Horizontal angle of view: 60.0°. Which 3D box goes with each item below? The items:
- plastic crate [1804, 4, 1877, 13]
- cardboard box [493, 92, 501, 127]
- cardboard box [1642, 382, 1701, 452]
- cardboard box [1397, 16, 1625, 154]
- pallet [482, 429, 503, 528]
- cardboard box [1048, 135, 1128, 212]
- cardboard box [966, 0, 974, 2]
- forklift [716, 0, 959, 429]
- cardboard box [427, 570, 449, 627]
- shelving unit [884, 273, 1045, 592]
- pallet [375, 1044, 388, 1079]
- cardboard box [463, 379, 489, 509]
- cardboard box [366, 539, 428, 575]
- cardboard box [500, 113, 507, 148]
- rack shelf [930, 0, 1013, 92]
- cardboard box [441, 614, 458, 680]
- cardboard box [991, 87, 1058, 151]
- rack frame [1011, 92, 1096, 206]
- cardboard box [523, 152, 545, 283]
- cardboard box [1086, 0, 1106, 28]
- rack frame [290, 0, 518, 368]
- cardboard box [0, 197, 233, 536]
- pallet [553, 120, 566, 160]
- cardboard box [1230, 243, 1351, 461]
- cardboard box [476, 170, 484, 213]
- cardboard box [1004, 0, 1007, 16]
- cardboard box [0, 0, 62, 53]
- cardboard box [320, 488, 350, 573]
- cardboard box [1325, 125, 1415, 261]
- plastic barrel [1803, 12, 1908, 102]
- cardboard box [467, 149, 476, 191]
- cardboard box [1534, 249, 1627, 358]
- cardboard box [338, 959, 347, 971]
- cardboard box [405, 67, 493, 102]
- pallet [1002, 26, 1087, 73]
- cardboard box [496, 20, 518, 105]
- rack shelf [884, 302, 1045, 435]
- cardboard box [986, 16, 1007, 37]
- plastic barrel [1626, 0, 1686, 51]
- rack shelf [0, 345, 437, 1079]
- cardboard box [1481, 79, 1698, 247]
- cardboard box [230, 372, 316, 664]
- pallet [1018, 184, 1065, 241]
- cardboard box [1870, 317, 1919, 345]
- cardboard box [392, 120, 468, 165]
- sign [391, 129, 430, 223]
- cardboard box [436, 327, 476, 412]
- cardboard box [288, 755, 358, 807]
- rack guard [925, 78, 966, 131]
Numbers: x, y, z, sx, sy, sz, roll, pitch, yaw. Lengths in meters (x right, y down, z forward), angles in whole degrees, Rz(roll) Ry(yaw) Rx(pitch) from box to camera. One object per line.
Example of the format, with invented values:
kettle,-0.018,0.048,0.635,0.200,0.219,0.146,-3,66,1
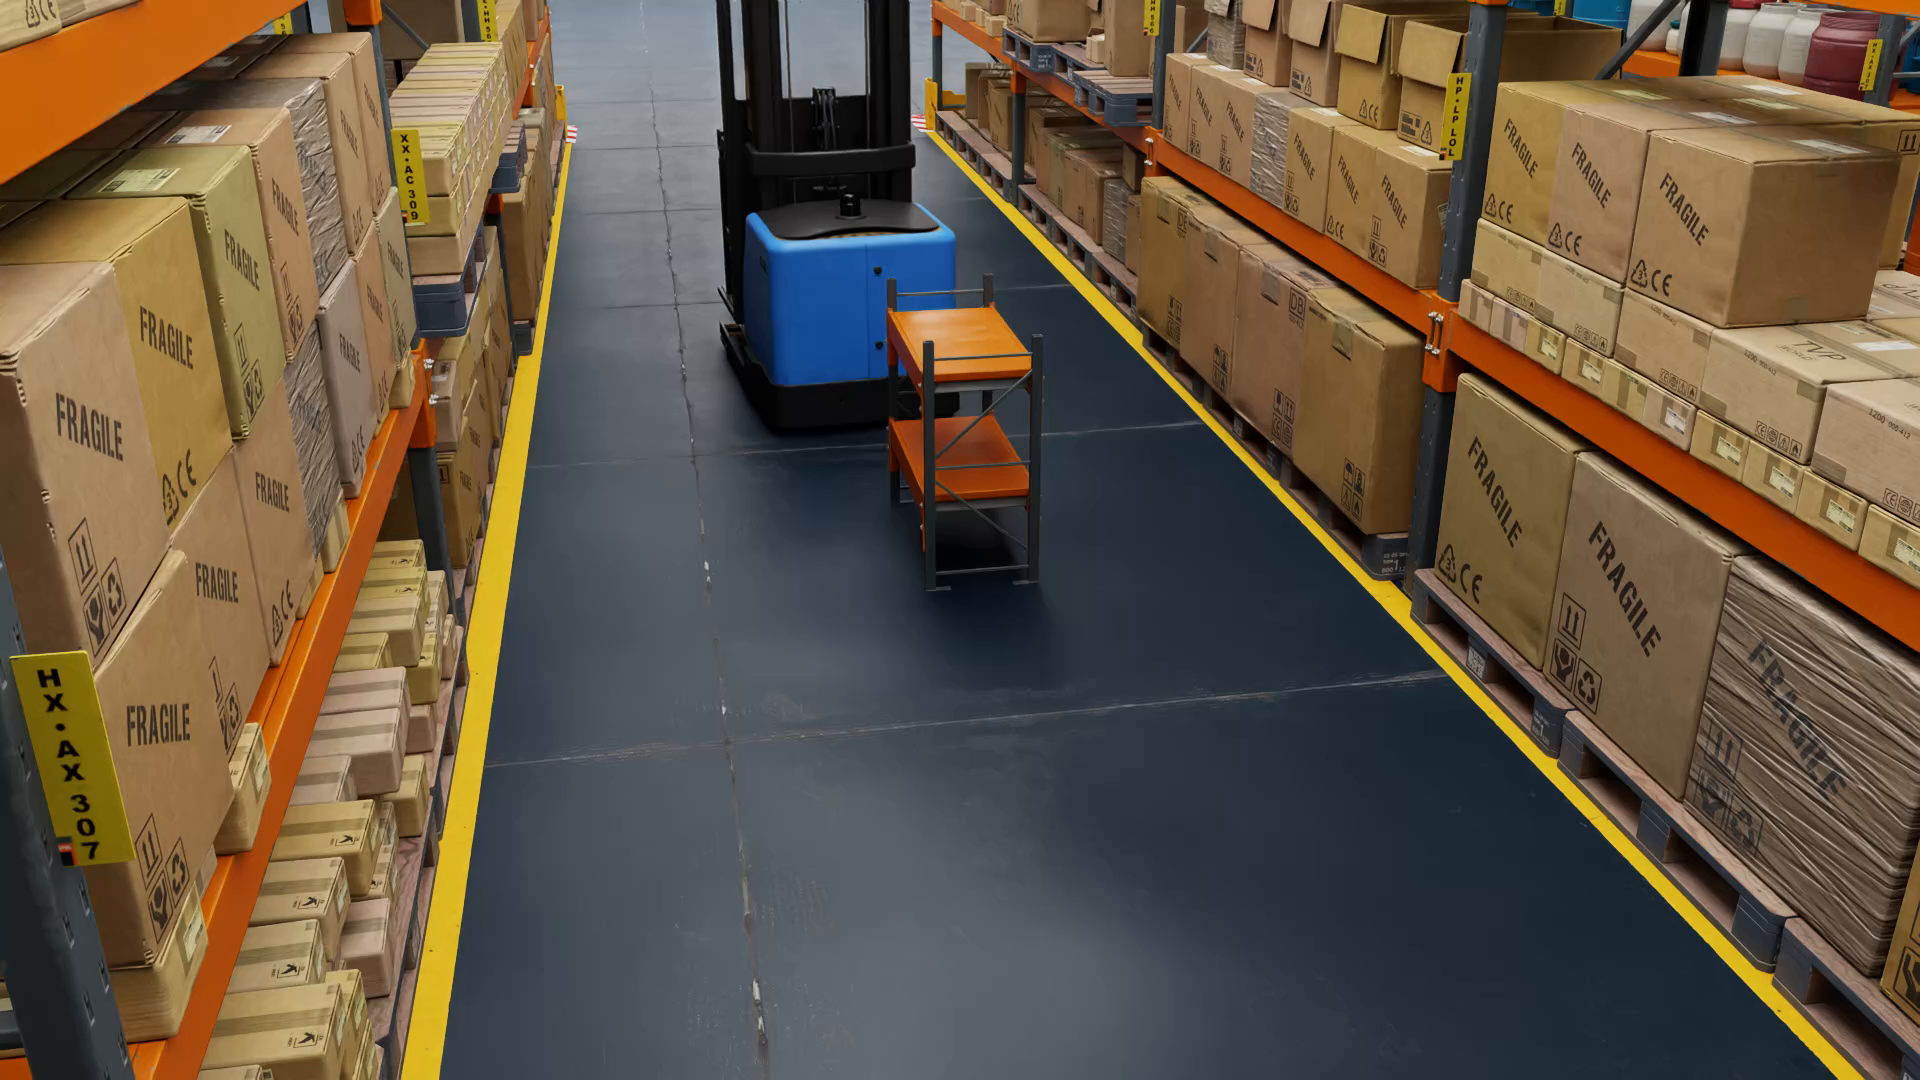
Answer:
plastic crate,6.556,-3.793,12.606,0.402,0.464,0.583,-4,24,-10
cardboard box,-2.520,-2.158,8.360,0.380,0.149,0.250,-4,24,-10
cardboard box,2.394,-0.399,5.230,0.380,0.149,0.250,-4,24,-9
cardboard box,2.300,-1.921,7.023,0.797,0.503,0.637,-5,24,-11
pallet,-2.842,-0.347,8.281,1.003,0.211,1.213,-4,24,-10
cardboard box,1.109,-2.936,13.298,0.700,0.500,0.500,-4,24,-10
cardboard box,0.263,-5.149,16.106,0.380,0.149,0.250,-4,24,-10
forklift,-0.889,-2.506,9.825,1.130,2.935,3.031,-6,24,-14
cardboard box,-2.097,0.240,6.118,0.380,0.149,0.250,-4,24,-9
shelving unit,0.001,-0.513,7.519,0.538,1.125,1.048,-4,24,-10
pallet,-1.857,1.661,3.682,1.003,0.211,1.213,-4,24,-10
cardboard box,-2.443,-0.403,7.524,0.500,0.500,0.500,-3,24,-7
cardboard box,-2.146,0.124,6.012,0.380,0.149,0.250,-4,24,-8
cardboard box,-2.572,-2.130,8.667,0.380,0.149,0.250,-4,24,-9
rack shelf,0.577,-4.769,15.820,1.077,0.370,4.000,-4,24,-10
cardboard box,-2.060,0.405,6.112,0.380,0.149,0.250,-4,24,-9
cardboard box,0.607,-3.982,15.719,0.500,0.500,0.500,-6,24,-14
rack frame,0.947,-4.312,13.875,1.000,3.000,0.127,-4,24,-10
cardboard box,-3.396,-2.163,11.240,1.050,0.750,0.750,-4,24,-9
cardboard box,1.358,-3.877,12.225,0.797,0.503,0.637,-2,24,-4
rack frame,-3.207,-2.411,9.523,1.000,3.000,0.127,-4,24,-10
cardboard box,-1.649,-0.299,2.941,0.500,0.500,0.500,-4,24,-8
pallet,-4.462,-3.971,16.579,1.003,0.211,1.213,-4,24,-10
cardboard box,2.122,-0.986,8.389,1.225,0.875,0.875,-5,24,-12
cardboard box,-2.280,-1.510,7.250,0.380,0.149,0.250,-5,24,-12
cardboard box,0.866,-4.875,14.667,0.875,0.500,0.500,-4,24,-10
cardboard box,-1.559,-0.766,2.196,0.500,0.250,0.500,-3,24,-8
cardboard box,-1.825,-0.018,4.358,0.380,0.149,0.250,-4,24,-9
cardboard box,1.986,-1.570,7.472,0.500,0.500,0.500,-4,24,-8
plastic barrel,6.170,-3.328,11.451,0.600,0.536,0.708,-4,24,-10
cardboard box,-2.235,-1.546,6.960,0.380,0.149,0.250,-5,24,-12
cardboard box,2.342,-0.833,5.724,0.500,0.250,0.500,-4,24,-10
cardboard box,-1.772,1.224,4.238,0.380,0.149,0.250,-4,24,-10
cardboard box,-2.481,-2.200,8.086,0.380,0.149,0.250,-4,24,-10
pallet,0.945,-3.913,13.200,1.003,0.211,1.213,-4,24,-10
cardboard box,-3.304,-3.248,11.314,0.500,0.500,0.500,-5,24,-10
rack shelf,0.001,-0.781,7.402,0.538,0.278,1.000,-4,24,-10
cardboard box,0.438,-4.551,14.737,0.380,0.149,0.250,-4,24,-10
plastic barrel,5.775,-4.348,13.788,0.433,0.535,0.433,0,24,0
rack shelf,-2.097,0.278,4.263,1.077,0.370,4.000,-4,24,-10
cardboard box,2.263,-1.369,6.016,0.500,0.500,0.500,-4,24,-10
cardboard box,-1.741,-0.046,3.611,0.500,0.500,0.500,-4,24,-9
pallet,1.092,-2.728,13.732,1.003,0.211,1.213,-4,24,-10
cardboard box,3.048,-0.475,4.905,0.500,0.250,0.500,-5,24,-11
cardboard box,-2.190,-1.587,6.682,0.380,0.149,0.250,-4,24,-9
sign,-1.935,-1.278,5.846,0.100,0.325,0.005,-4,24,-10
cardboard box,-2.445,-0.748,7.376,0.500,0.250,0.500,-4,24,-8
cardboard box,-1.894,0.738,4.607,0.380,0.149,0.250,-4,24,-10
rack guard,0.221,-4.710,17.909,1.175,0.500,0.348,-4,24,-10
